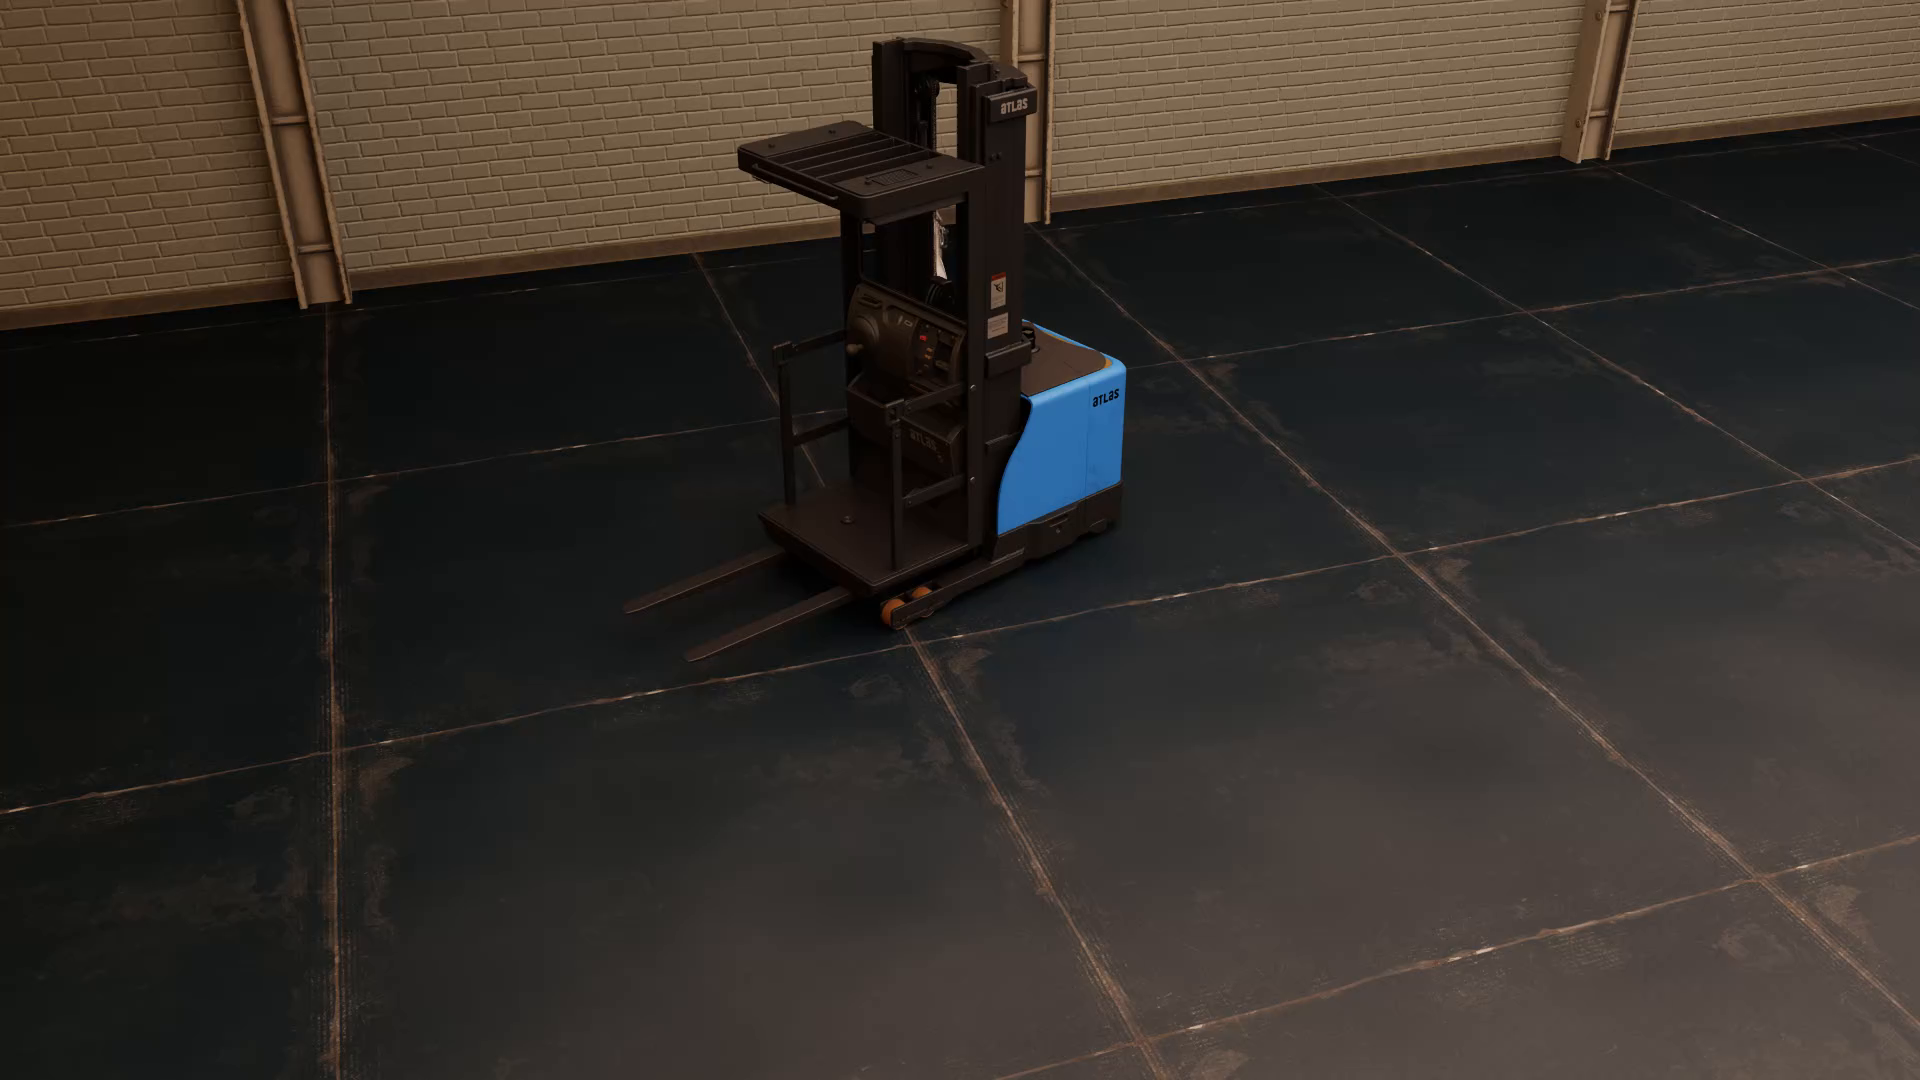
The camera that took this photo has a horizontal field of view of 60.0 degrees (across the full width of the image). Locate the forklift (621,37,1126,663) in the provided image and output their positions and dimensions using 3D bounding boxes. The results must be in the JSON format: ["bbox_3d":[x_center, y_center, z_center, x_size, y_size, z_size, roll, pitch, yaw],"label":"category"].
[{"bbox_3d":[-0.461,-1.072,8.951,3.031,2.935,1.130,-23,37,-34],"label":"forklift"}]

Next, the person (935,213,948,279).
[{"bbox_3d":[-0.128,-1.646,11.090,0.580,1.777,0.697,-2,30,-3],"label":"person"}]
